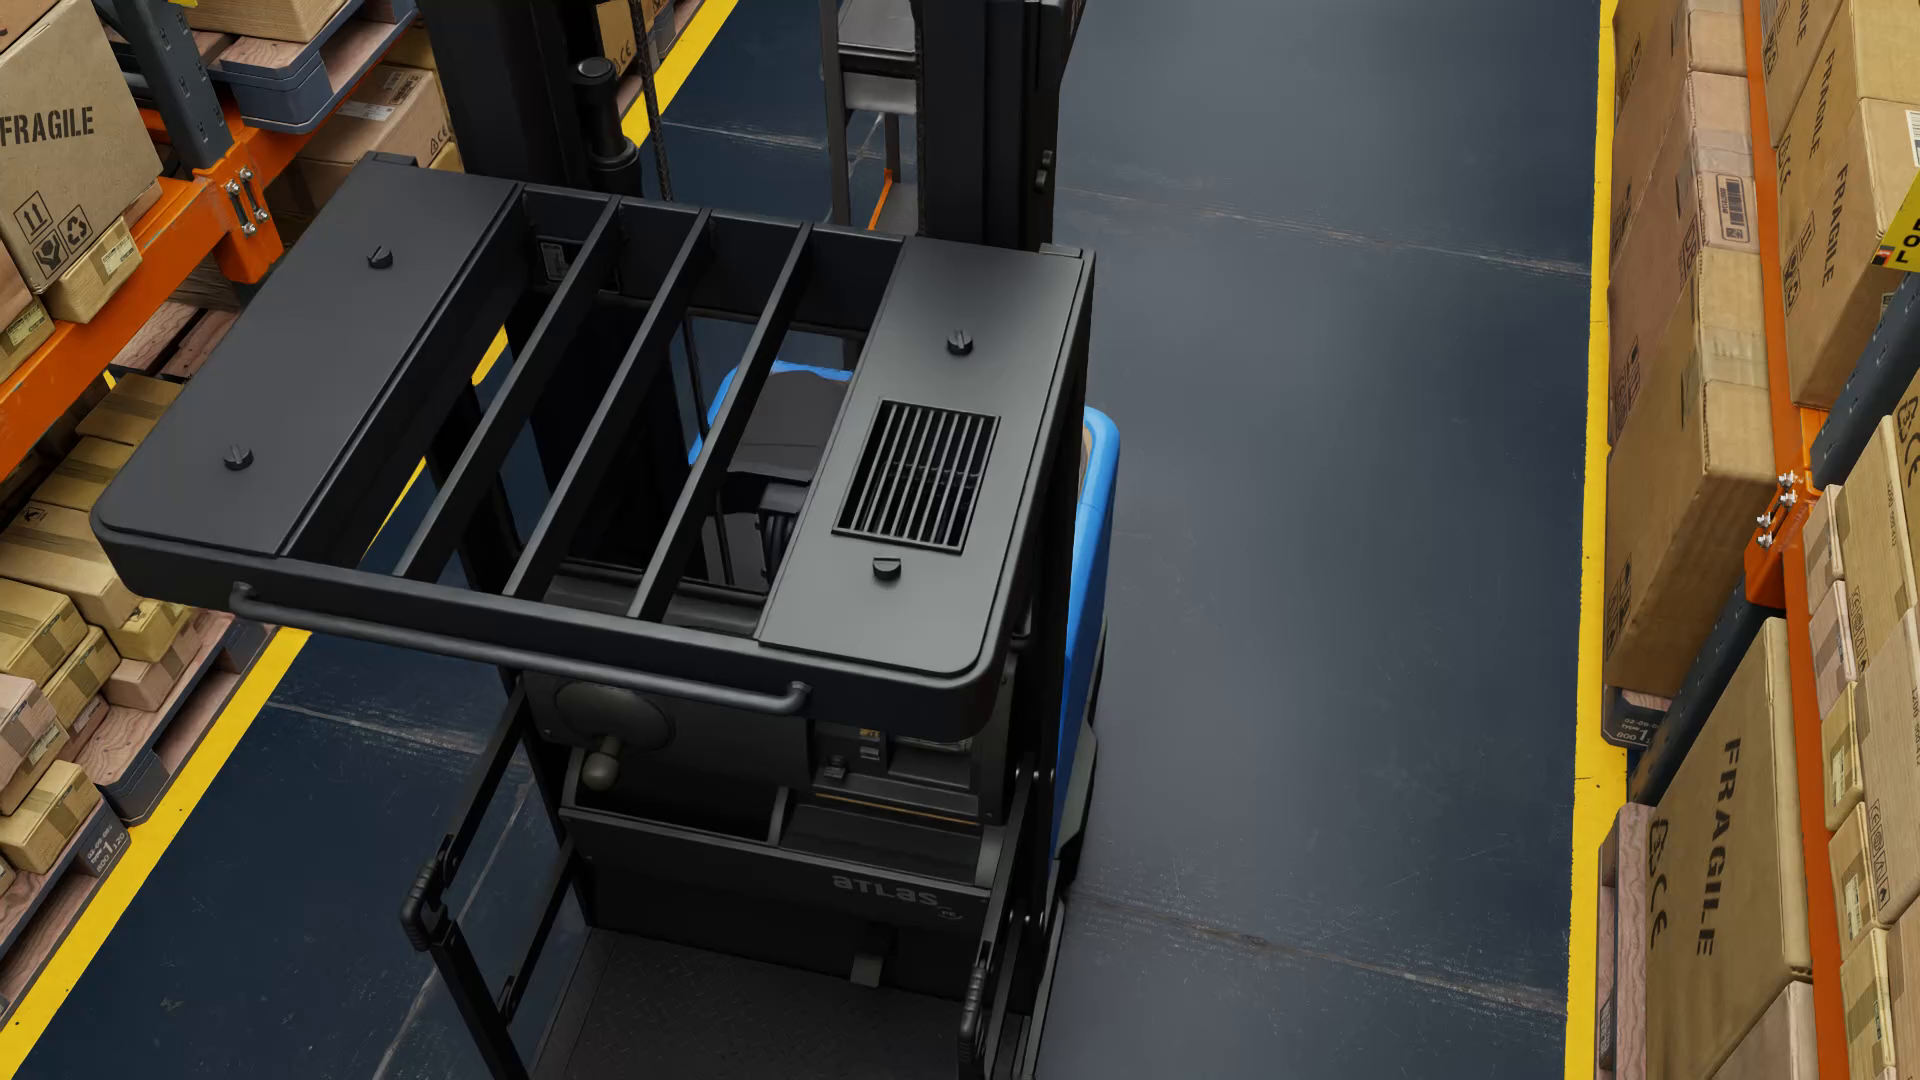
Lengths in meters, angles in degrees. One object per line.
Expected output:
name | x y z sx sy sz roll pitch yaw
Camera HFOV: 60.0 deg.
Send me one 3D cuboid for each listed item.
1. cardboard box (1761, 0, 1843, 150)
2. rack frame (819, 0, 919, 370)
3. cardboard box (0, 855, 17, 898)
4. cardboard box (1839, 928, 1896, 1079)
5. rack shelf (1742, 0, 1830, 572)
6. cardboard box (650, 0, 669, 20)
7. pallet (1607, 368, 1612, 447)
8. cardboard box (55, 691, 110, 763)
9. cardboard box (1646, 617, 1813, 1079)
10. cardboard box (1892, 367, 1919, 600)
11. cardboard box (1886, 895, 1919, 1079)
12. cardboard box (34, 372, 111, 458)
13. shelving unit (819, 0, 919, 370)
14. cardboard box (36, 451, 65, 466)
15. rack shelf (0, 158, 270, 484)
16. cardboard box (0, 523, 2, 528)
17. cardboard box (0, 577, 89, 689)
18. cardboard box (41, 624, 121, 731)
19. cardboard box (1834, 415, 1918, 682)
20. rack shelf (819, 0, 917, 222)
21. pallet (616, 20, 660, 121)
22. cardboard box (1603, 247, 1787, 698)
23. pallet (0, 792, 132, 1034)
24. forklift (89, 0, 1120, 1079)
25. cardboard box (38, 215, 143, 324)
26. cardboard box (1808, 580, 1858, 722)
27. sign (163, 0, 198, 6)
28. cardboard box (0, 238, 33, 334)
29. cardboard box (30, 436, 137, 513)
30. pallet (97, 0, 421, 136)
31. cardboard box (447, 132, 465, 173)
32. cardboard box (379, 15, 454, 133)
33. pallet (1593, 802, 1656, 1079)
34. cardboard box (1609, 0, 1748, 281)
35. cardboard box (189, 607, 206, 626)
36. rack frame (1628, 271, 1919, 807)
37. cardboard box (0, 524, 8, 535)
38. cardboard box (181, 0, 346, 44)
cardboard box | 2.463 -1.336 4.362 0.500 0.500 0.500 11 49 10
rack frame | -0.097 -0.435 4.233 0.400 2.100 0.015 9 49 8
cardboard box | -2.603 0.852 4.118 0.380 0.149 0.250 12 50 11
cardboard box | 1.665 0.813 2.700 0.380 0.149 0.250 11 49 10
rack shelf | 2.863 -1.384 4.950 1.077 0.370 4.000 12 50 10
cardboard box | -1.431 -2.530 6.869 0.500 0.500 0.500 13 50 12
pallet | 2.786 -0.711 5.736 1.003 0.211 1.213 12 50 10
cardboard box | -2.540 0.470 4.456 0.380 0.149 0.250 10 49 9
cardboard box | 2.085 0.851 3.636 0.875 0.875 0.875 12 50 10
cardboard box | 1.963 -0.176 2.806 0.500 0.500 0.500 12 50 10
cardboard box | 1.693 0.799 2.446 0.500 0.250 0.500 13 50 11
cardboard box | -2.713 -0.411 4.837 0.380 0.149 0.250 13 50 12
shelving unit | -0.047 -0.614 4.391 0.431 2.100 0.503 9 49 8
cardboard box | -2.826 -0.322 4.956 0.380 0.149 0.250 14 50 12
rack shelf | -2.949 0.458 3.325 1.077 0.370 4.000 12 50 10
cardboard box | -2.862 -0.031 4.501 0.380 0.149 0.250 11 49 10
cardboard box | -2.496 0.236 4.266 0.380 0.149 0.250 13 50 11
cardboard box | -2.472 0.327 4.384 0.380 0.149 0.250 12 50 10
cardboard box | 1.960 0.064 3.094 0.500 0.250 0.500 11 49 9
rack shelf | -0.048 -1.068 3.876 0.431 0.518 0.480 9 49 8
pallet | -1.900 -1.753 6.656 1.003 0.211 1.213 12 50 10
cardboard box | 2.485 -0.078 4.455 1.225 0.875 0.875 12 50 10
pallet | -2.884 1.074 4.161 1.003 0.211 1.213 12 50 10
forklift | -0.406 0.441 2.949 1.129 2.867 3.031 9 49 8
cardboard box | -2.234 -0.683 4.020 0.380 0.149 0.250 10 49 9
cardboard box | 1.868 0.246 3.199 0.380 0.149 0.250 10 49 9
sign | -1.897 -1.412 3.918 0.100 0.325 0.005 12 50 10
cardboard box | -2.415 -0.577 3.494 0.500 0.500 0.500 10 49 9
cardboard box | -2.294 -0.118 4.578 0.380 0.149 0.250 12 50 11
pallet | -2.081 -1.688 4.867 1.003 0.211 1.213 12 50 10
cardboard box | -1.834 -1.404 5.875 0.500 0.500 0.500 14 50 12
cardboard box | -1.835 -1.655 5.597 0.500 0.250 0.500 13 50 11
pallet | 2.061 1.282 3.978 1.003 0.211 1.213 12 50 10
cardboard box | 2.945 -1.366 5.592 1.225 0.875 0.875 12 50 10
cardboard box | -2.346 0.100 4.783 0.380 0.149 0.250 13 50 11
rack frame | 2.336 -0.175 3.404 1.000 3.000 0.127 12 50 10
cardboard box | -2.836 0.062 4.617 0.380 0.149 0.250 11 50 10
cardboard box | -1.875 -1.477 4.440 0.380 0.149 0.250 9 49 8
